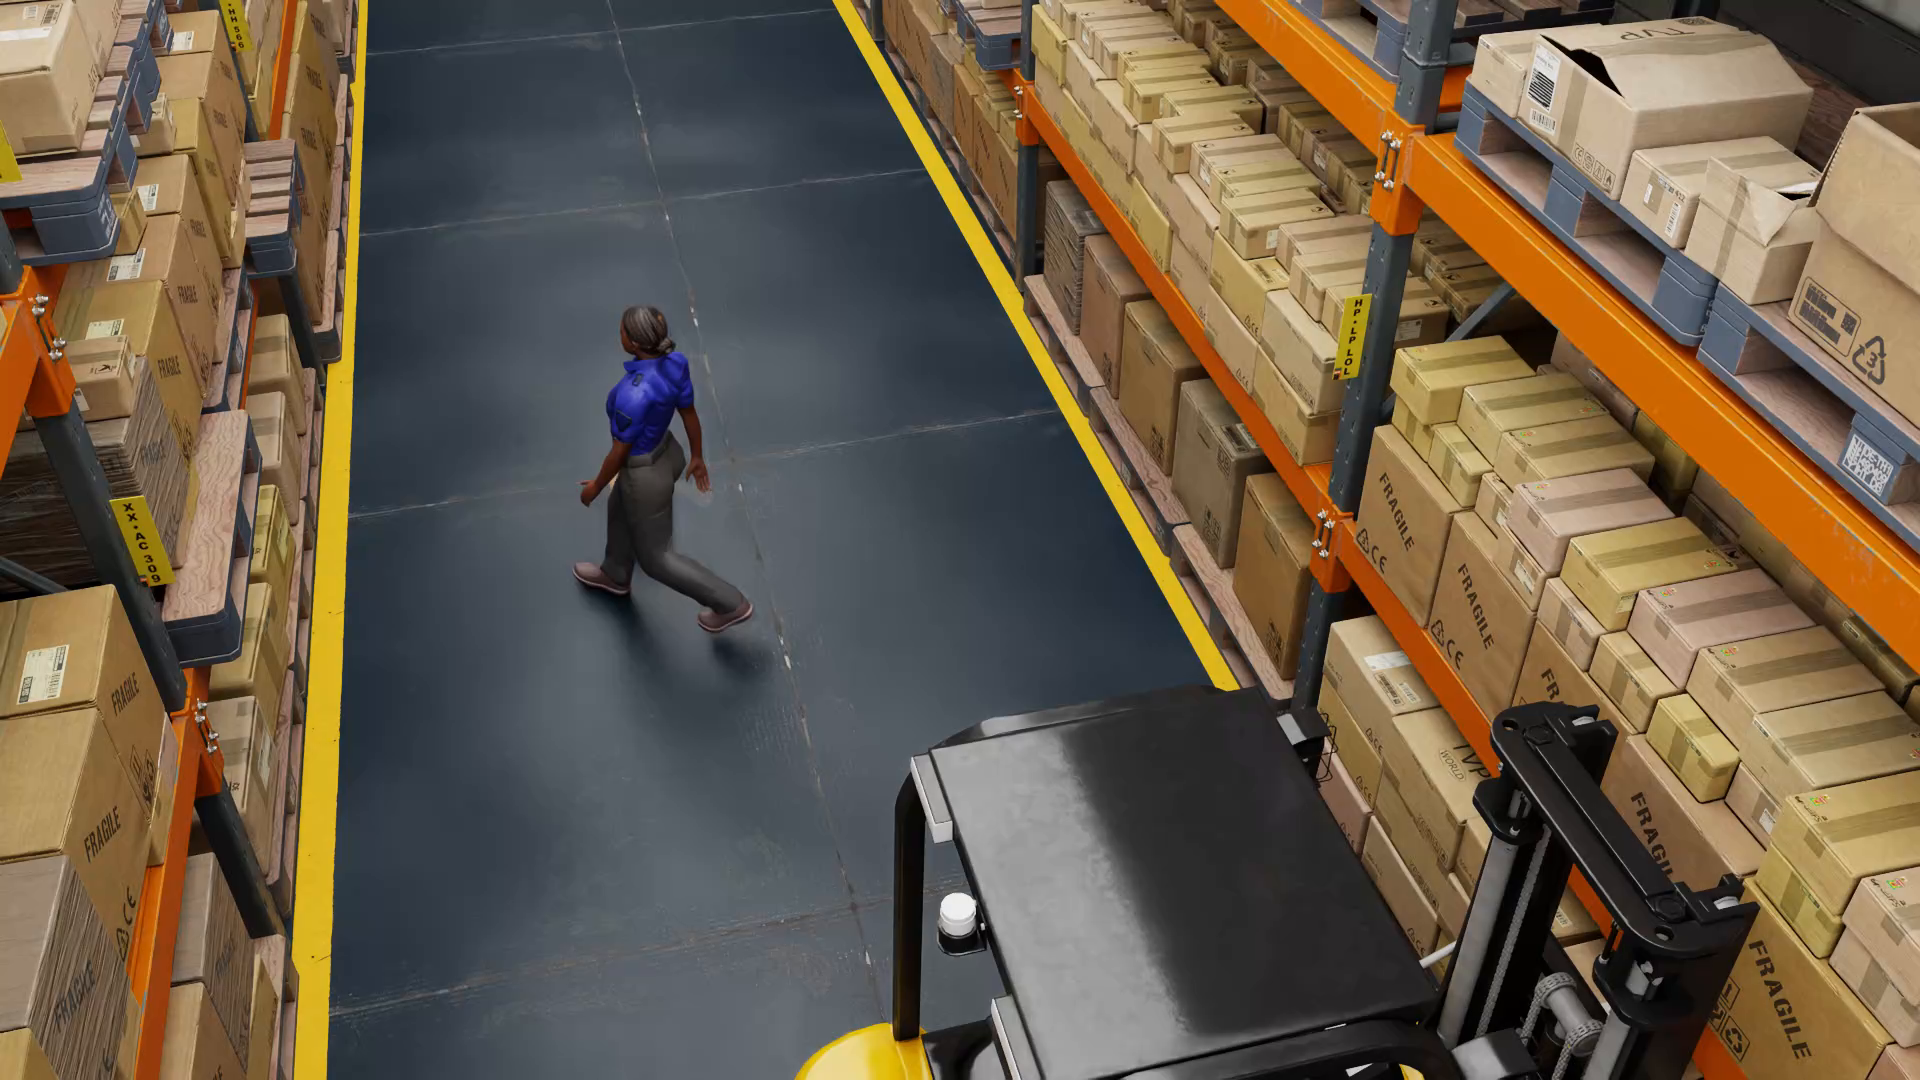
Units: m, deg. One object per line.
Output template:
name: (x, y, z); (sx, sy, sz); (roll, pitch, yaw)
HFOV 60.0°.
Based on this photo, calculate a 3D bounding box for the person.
person: (-1.357, -0.303, 7.116); (0.977, 1.601, 0.450); (8, 39, 10)
